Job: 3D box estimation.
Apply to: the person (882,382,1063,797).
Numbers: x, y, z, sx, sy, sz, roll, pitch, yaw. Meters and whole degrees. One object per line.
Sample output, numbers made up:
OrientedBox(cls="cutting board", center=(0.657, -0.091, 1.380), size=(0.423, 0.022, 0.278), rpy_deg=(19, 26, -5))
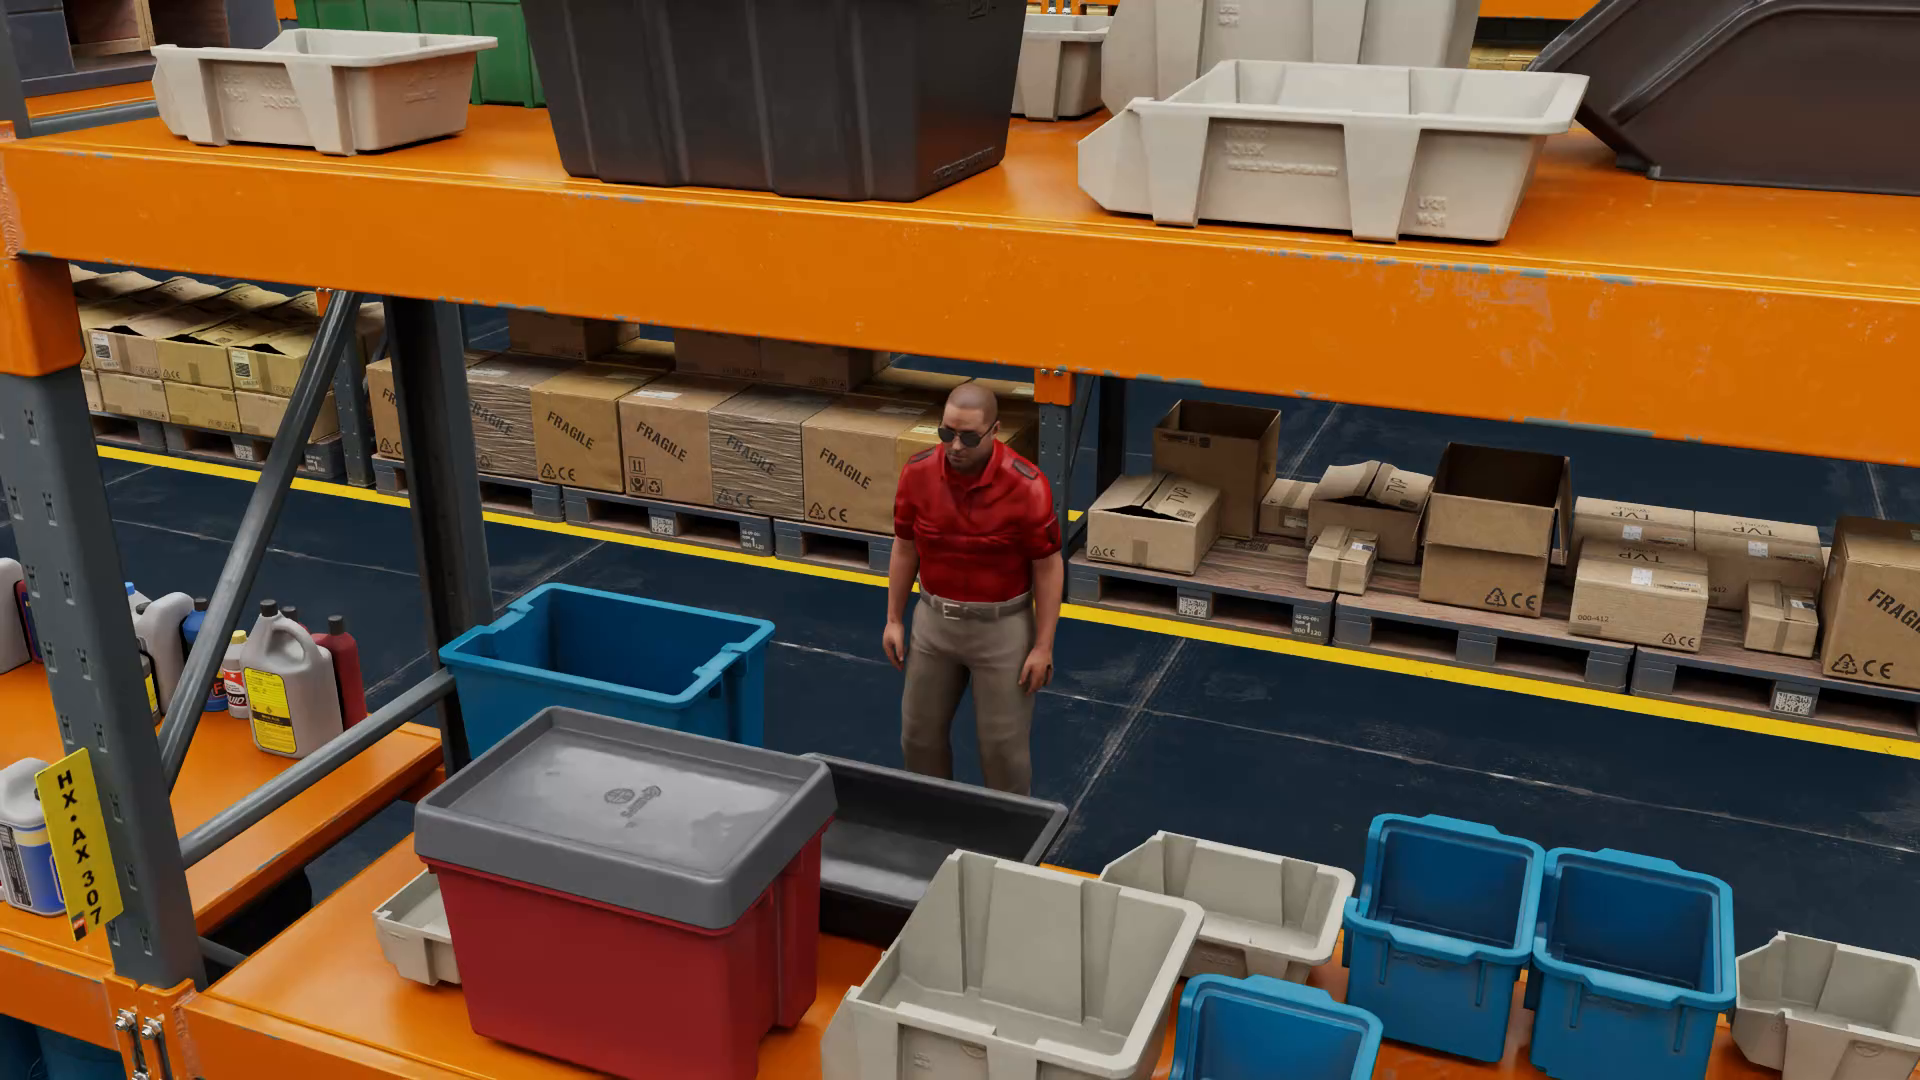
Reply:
OrientedBox(cls="person", center=(0.035, 0.312, 5.342), size=(0.585, 1.727, 0.390), rpy_deg=(9, 24, 20))
